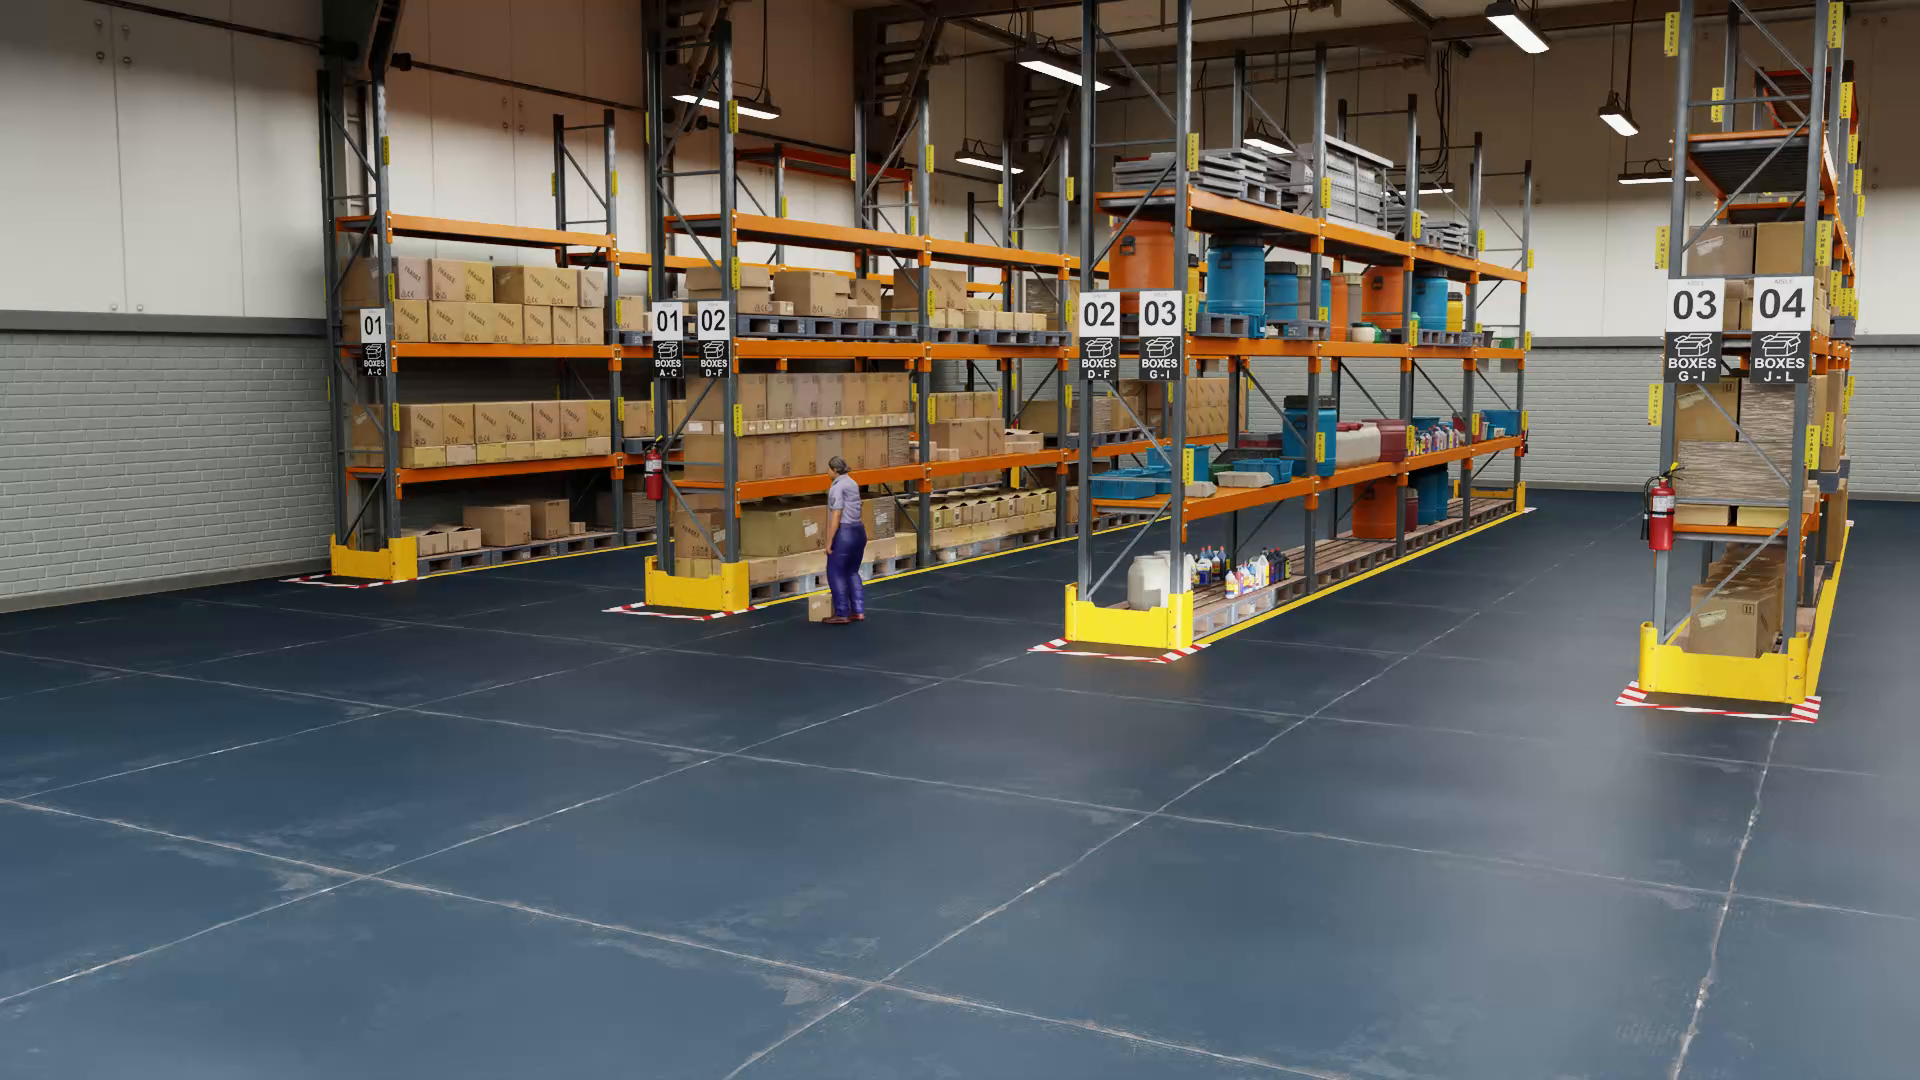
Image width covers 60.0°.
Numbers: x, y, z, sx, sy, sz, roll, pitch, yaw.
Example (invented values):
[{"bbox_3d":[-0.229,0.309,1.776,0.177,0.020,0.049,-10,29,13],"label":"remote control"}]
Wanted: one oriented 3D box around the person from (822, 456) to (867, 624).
[{"bbox_3d":[-1.139,0.000,16.473,0.370,1.638,0.563,3,7,26],"label":"person"}]
